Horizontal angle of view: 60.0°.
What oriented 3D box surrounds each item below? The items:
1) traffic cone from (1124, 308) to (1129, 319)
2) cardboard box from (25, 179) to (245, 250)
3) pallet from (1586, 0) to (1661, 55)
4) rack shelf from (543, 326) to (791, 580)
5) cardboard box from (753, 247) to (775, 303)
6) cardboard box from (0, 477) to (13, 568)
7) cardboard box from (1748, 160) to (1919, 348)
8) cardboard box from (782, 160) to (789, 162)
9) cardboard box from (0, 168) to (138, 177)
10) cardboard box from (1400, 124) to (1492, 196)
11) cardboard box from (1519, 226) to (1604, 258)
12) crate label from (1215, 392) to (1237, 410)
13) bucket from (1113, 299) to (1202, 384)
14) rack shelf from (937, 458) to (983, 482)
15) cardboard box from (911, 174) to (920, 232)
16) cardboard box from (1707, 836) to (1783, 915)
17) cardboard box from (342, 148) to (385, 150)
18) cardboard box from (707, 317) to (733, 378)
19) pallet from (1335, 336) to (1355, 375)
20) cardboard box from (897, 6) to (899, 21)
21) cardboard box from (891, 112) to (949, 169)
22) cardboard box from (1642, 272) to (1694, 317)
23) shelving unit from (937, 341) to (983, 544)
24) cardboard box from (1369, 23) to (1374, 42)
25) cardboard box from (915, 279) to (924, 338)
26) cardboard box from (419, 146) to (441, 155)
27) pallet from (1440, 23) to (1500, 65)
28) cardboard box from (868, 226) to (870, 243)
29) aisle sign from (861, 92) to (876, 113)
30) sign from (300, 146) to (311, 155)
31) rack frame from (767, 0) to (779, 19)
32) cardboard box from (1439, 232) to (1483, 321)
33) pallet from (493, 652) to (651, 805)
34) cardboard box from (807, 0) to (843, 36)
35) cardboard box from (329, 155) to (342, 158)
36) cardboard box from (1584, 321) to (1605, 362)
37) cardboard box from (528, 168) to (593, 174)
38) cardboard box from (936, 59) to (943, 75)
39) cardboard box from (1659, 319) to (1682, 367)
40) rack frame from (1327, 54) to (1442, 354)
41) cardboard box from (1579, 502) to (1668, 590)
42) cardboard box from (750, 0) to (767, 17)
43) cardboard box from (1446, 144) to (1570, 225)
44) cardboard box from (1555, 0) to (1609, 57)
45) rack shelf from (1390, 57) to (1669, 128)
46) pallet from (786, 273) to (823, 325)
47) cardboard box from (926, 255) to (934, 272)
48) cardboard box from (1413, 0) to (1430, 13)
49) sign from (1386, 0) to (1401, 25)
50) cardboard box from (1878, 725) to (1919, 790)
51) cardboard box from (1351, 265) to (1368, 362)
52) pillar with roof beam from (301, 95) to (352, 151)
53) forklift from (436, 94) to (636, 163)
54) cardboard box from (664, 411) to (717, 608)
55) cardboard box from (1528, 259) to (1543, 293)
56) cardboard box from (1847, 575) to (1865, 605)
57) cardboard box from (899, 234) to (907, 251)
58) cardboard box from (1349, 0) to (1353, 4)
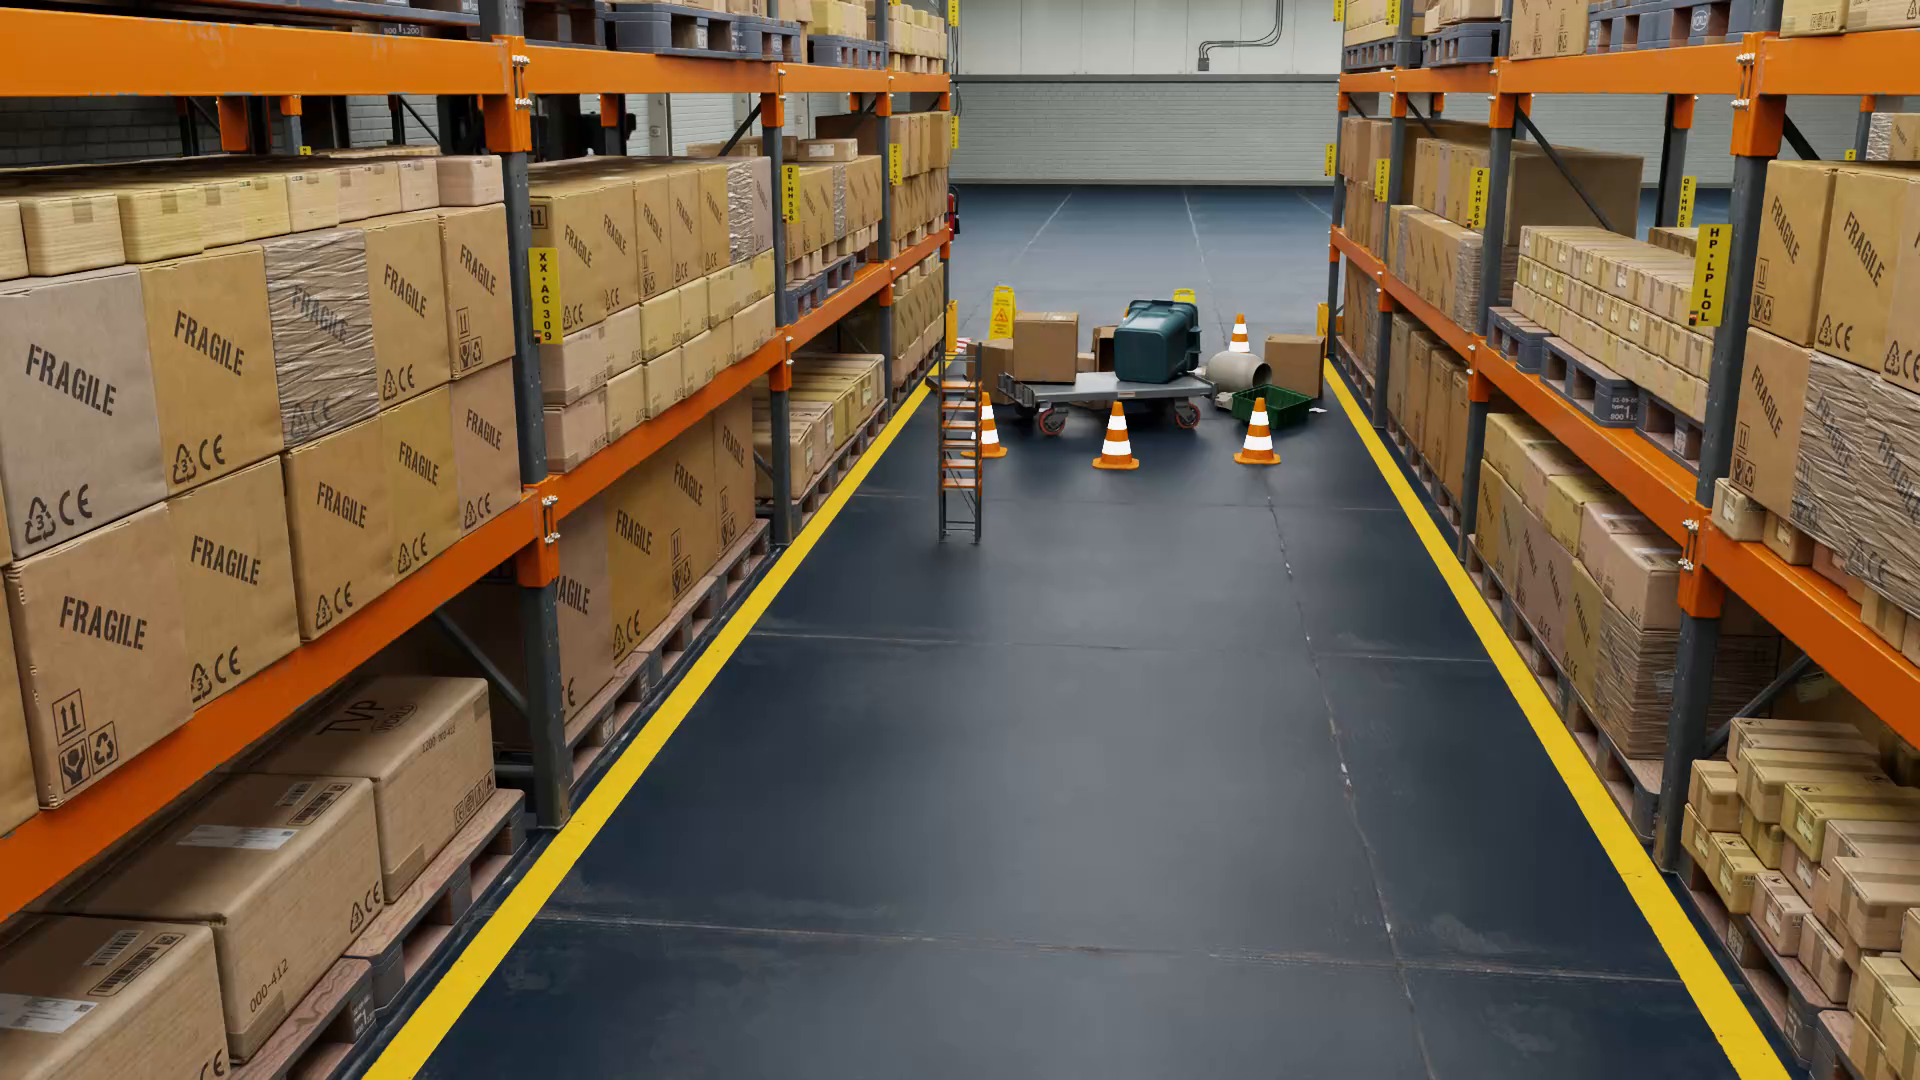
[{"bbox_3d":[1.759,-2.188,17.368,0.336,0.463,0.334,2,15,6],"label":"traffic cone"},{"bbox_3d":[-1.908,-0.756,3.860,0.380,0.149,0.250,2,15,6],"label":"cardboard box"},{"bbox_3d":[3.249,-2.058,6.641,1.213,0.211,1.003,2,15,6],"label":"pallet"},{"bbox_3d":[-1.744,-0.566,7.887,1.077,0.370,4.000,2,15,6],"label":"rack shelf"},{"bbox_3d":[-1.321,-1.468,9.174,0.500,0.250,0.500,2,15,6],"label":"cardboard box"},{"bbox_3d":[-2.033,-0.138,2.820,0.500,0.500,0.500,1,15,5],"label":"cardboard box"},{"bbox_3d":[2.667,-0.840,4.844,0.500,0.500,0.500,2,15,8],"label":"cardboard box"},{"bbox_3d":[-1.531,-2.493,12.070,0.500,0.500,0.500,2,15,6],"label":"cardboard box"},{"bbox_3d":[-2.411,-0.899,4.391,0.380,0.149,0.250,1,15,5],"label":"cardboard box"},{"bbox_3d":[3.938,-3.038,13.296,0.875,0.550,0.550,2,15,6],"label":"cardboard box"},{"bbox_3d":[3.166,-1.566,8.743,0.380,0.149,0.250,2,15,6],"label":"cardboard box"},{"bbox_3d":[2.346,-1.189,14.295,0.298,0.136,0.250,-10,18,-32],"label":"crate label"},{"bbox_3d":[1.587,-1.607,13.716,0.726,0.611,0.620,7,27,25],"label":"bucket"},{"bbox_3d":[0.002,-0.424,10.062,0.258,0.103,0.180,2,15,6],"label":"rack shelf"},{"bbox_3d":[-0.638,-3.028,14.852,0.500,0.500,0.500,2,15,6],"label":"cardboard box"},{"bbox_3d":[2.569,1.052,5.180,0.380,0.149,0.250,2,15,8],"label":"cardboard box"},{"bbox_3d":[-5.925,-3.808,16.493,0.380,0.149,0.250,2,15,8],"label":"cardboard box"},{"bbox_3d":[-1.433,-0.958,8.245,0.500,0.250,0.500,2,15,6],"label":"cardboard box"},{"bbox_3d":[4.301,-1.831,16.531,1.003,0.211,1.213,2,15,6],"label":"pallet"},{"bbox_3d":[-0.707,-4.322,13.604,0.380,0.149,0.250,2,15,8],"label":"cardboard box"},{"bbox_3d":[-0.477,-3.776,15.704,0.700,0.500,0.500,2,15,6],"label":"cardboard box"},{"bbox_3d":[2.901,-0.958,6.496,0.380,0.149,0.250,2,15,6],"label":"cardboard box"},{"bbox_3d":[0.002,-0.583,10.019,0.258,1.200,0.189,2,15,6],"label":"shelving unit"},{"bbox_3d":[3.728,-4.362,14.286,0.380,0.149,0.250,2,15,6],"label":"cardboard box"},{"bbox_3d":[-0.624,-2.126,15.303,0.500,0.500,0.500,3,15,9],"label":"cardboard box"},{"bbox_3d":[-5.379,-3.924,16.925,0.380,0.149,0.250,2,15,8],"label":"cardboard box"},{"bbox_3d":[3.431,-2.838,9.526,1.213,0.211,1.003,2,15,9],"label":"pallet"},{"bbox_3d":[-0.898,-2.341,12.751,0.380,0.149,0.250,1,15,5],"label":"cardboard box"},{"bbox_3d":[-0.917,-4.787,17.139,0.394,0.787,0.004,2,15,6],"label":"aisle sign"},{"bbox_3d":[-5.460,-3.122,13.895,0.100,0.325,0.005,2,15,6],"label":"sign"},{"bbox_3d":[-1.519,-4.328,8.928,1.000,3.000,0.127,2,15,6],"label":"rack frame"},{"bbox_3d":[3.253,-1.615,10.196,0.500,0.500,0.500,2,15,6],"label":"cardboard box"},{"bbox_3d":[-1.958,0.749,6.987,1.003,0.211,1.213,2,15,6],"label":"pallet"},{"bbox_3d":[-1.110,-3.629,11.572,0.500,0.250,0.500,2,15,7],"label":"cardboard box"},{"bbox_3d":[-5.709,-3.331,14.728,0.380,0.149,0.250,1,15,5],"label":"cardboard box"},{"bbox_3d":[2.982,-0.872,7.319,0.380,0.149,0.250,1,15,4],"label":"cardboard box"},{"bbox_3d":[-1.998,-1.449,7.667,0.500,0.500,0.500,2,15,7],"label":"cardboard box"},{"bbox_3d":[-0.374,-4.667,16.411,0.380,0.149,0.250,2,15,7],"label":"cardboard box"},{"bbox_3d":[2.868,-0.742,6.265,0.380,0.149,0.250,2,15,9],"label":"cardboard box"},{"bbox_3d":[4.314,-3.387,16.943,1.000,3.000,0.127,2,15,6],"label":"rack frame"},{"bbox_3d":[2.864,0.033,6.840,0.500,0.250,0.500,2,15,9],"label":"cardboard box"},{"bbox_3d":[-1.411,-3.030,8.874,0.797,0.503,0.637,1,15,3],"label":"cardboard box"},{"bbox_3d":[3.640,-2.356,11.023,0.700,0.500,0.500,2,15,6],"label":"cardboard box"},{"bbox_3d":[2.982,-2.409,7.385,0.500,0.500,0.500,2,15,6],"label":"cardboard box"},{"bbox_3d":[3.637,-2.932,10.890,1.077,0.370,4.000,2,15,6],"label":"rack shelf"},{"bbox_3d":[-1.544,-1.527,10.432,1.213,0.211,1.003,2,15,6],"label":"pallet"},{"bbox_3d":[-0.454,-2.680,16.109,0.380,0.149,0.250,2,15,7],"label":"cardboard box"},{"bbox_3d":[3.663,-4.255,13.127,0.500,0.250,0.500,2,15,6],"label":"cardboard box"},{"bbox_3d":[3.311,-4.102,12.696,0.100,0.325,0.005,2,15,6],"label":"sign"},{"bbox_3d":[3.178,0.711,5.303,0.380,0.149,0.250,2,15,8],"label":"cardboard box"},{"bbox_3d":[4.206,-2.158,15.663,0.875,0.875,0.875,1,15,5],"label":"cardboard box"},{"bbox_3d":[-2.245,-6.267,16.100,9.100,9.000,0.400,2,15,6],"label":"pillar with roof beam"},{"bbox_3d":[-2.875,-1.916,11.634,1.130,2.935,3.031,2,15,7],"label":"forklift"},{"bbox_3d":[-1.784,-0.201,8.426,0.875,0.875,0.875,2,15,7],"label":"cardboard box"},{"bbox_3d":[3.129,-1.348,8.506,0.380,0.149,0.250,2,15,9],"label":"cardboard box"},{"bbox_3d":[2.633,0.120,4.452,0.380,0.149,0.250,1,15,4],"label":"cardboard box"},{"bbox_3d":[-0.674,-2.620,14.588,0.380,0.149,0.250,2,15,8],"label":"cardboard box"},{"bbox_3d":[3.931,-5.208,15.886,0.380,0.149,0.250,2,15,7],"label":"cardboard box"}]
